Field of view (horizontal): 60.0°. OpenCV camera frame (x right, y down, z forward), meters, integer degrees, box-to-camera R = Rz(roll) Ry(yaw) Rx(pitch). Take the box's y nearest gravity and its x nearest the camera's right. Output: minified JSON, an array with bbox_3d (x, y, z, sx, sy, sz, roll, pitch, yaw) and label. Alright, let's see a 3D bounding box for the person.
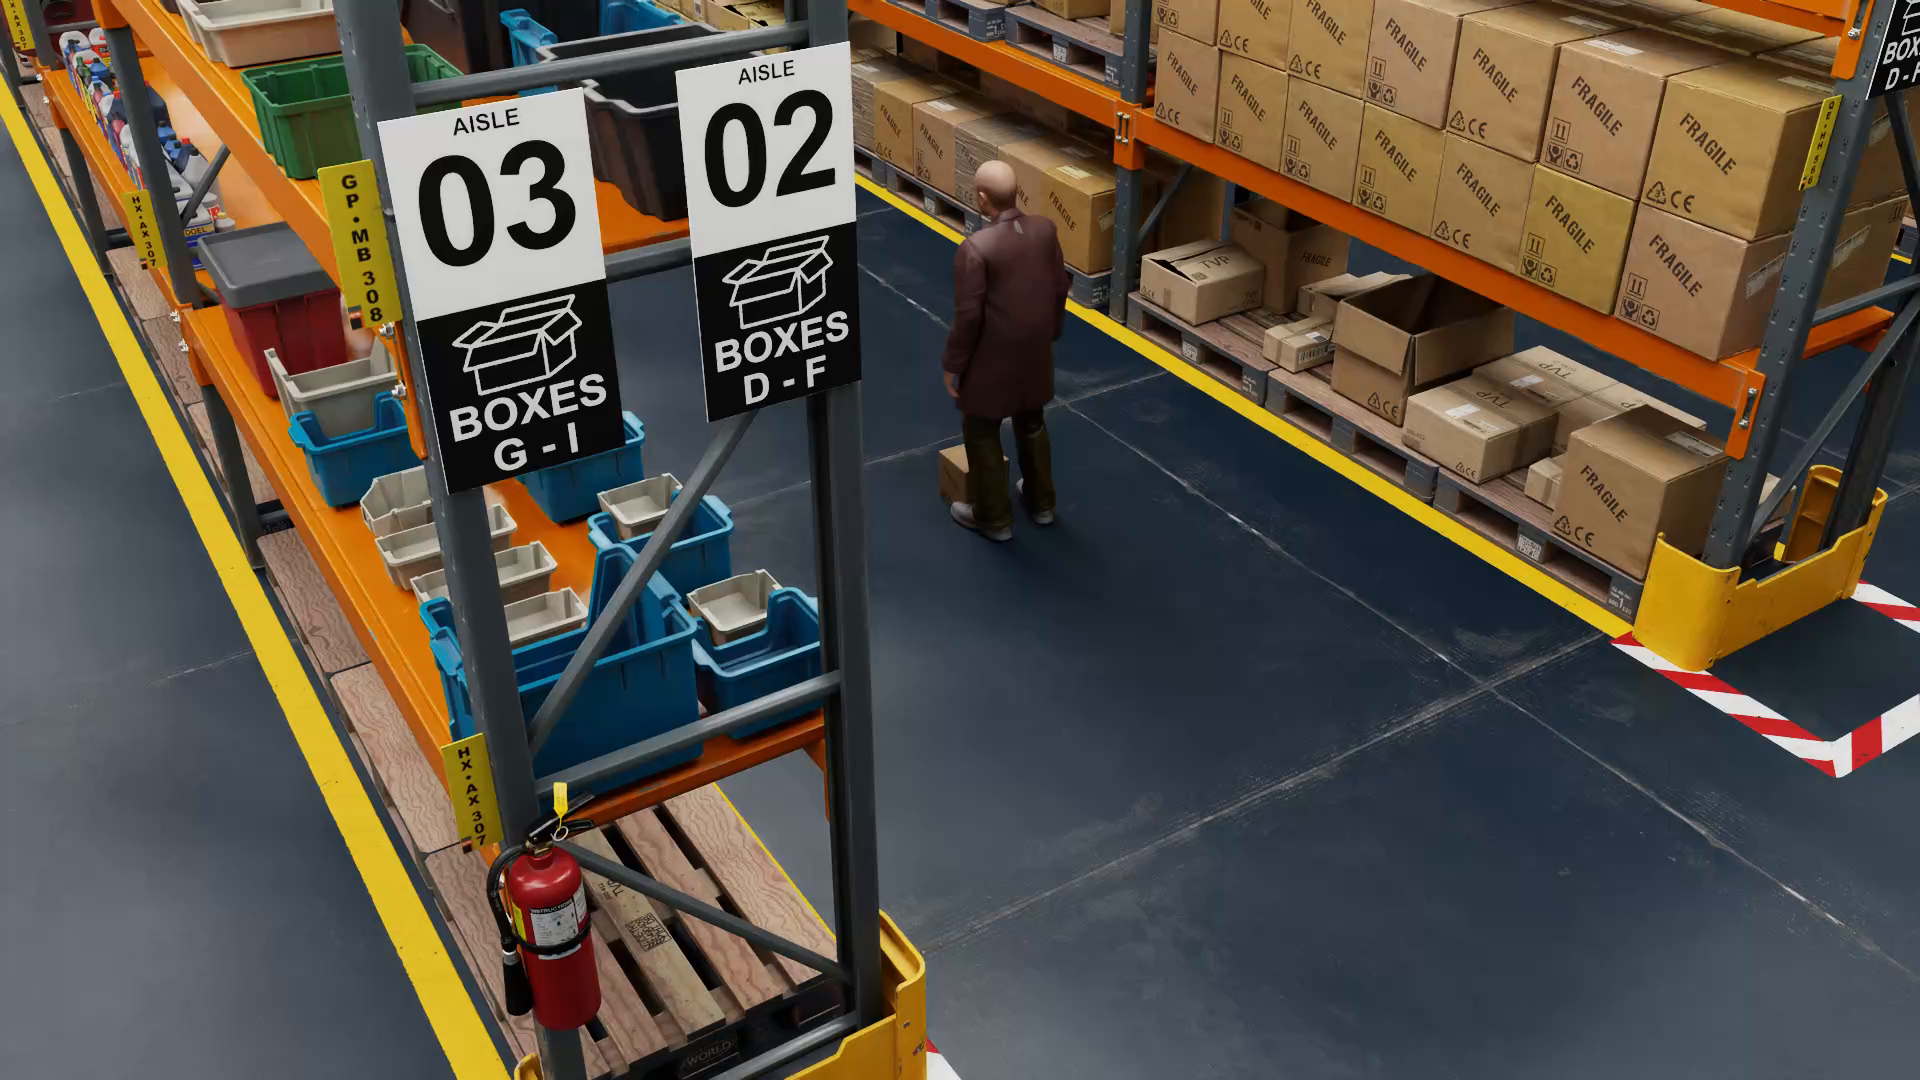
[{"bbox_3d":[0.196,-0.836,7.479,0.654,1.774,0.421,-21,38,-30],"label":"person"}]
